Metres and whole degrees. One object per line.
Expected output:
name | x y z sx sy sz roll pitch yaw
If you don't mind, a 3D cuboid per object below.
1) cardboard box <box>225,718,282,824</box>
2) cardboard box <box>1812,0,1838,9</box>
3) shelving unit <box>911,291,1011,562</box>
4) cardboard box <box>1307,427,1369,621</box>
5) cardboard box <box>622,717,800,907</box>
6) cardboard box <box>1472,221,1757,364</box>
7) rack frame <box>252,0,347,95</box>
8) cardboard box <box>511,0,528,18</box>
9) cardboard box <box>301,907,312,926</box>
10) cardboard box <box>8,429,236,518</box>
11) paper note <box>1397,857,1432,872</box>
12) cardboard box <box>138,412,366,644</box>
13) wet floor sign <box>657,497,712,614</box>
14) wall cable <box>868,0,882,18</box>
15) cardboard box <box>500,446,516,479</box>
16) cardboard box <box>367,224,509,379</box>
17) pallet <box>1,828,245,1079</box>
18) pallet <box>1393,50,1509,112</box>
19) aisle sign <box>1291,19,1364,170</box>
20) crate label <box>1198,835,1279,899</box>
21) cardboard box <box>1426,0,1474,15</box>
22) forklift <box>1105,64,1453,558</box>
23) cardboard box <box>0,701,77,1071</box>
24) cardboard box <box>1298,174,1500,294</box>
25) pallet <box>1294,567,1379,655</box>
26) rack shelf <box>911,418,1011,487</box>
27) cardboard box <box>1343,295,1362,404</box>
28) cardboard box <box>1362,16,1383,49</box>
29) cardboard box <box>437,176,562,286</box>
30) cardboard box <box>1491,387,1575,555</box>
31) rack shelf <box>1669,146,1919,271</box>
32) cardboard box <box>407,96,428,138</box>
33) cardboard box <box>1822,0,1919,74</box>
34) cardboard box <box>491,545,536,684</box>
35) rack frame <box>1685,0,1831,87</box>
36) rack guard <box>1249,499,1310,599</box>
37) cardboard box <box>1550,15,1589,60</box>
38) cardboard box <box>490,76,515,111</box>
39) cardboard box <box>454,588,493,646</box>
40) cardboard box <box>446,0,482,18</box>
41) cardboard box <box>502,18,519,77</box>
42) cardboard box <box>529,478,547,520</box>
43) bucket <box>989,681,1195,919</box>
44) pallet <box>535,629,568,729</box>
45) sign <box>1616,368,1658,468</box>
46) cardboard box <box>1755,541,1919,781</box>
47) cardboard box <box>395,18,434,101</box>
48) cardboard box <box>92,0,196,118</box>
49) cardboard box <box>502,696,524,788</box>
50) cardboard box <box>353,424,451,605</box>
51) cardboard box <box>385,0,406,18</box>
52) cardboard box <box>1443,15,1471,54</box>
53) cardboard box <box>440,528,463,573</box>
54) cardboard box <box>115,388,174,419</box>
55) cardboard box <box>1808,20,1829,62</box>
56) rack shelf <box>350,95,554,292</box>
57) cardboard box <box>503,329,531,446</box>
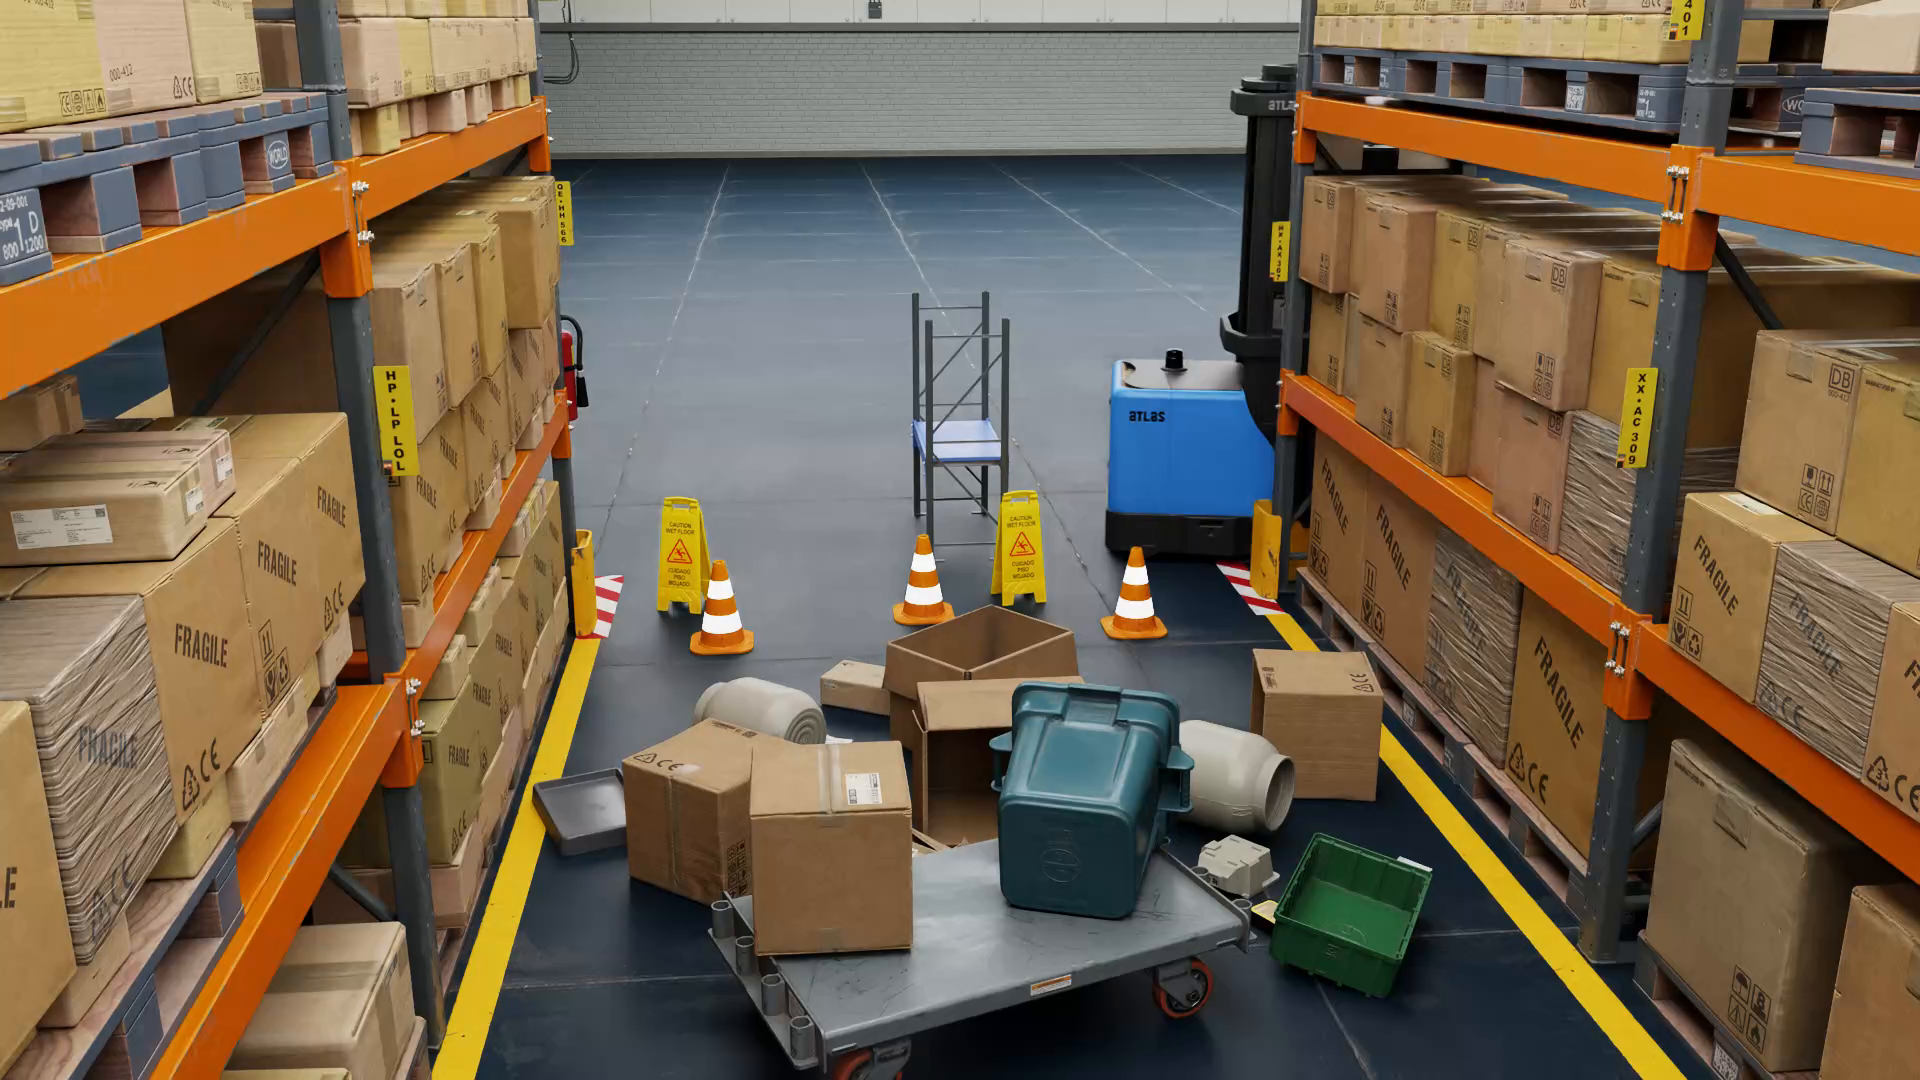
cardboard box | -1.760 0.521 3.728 0.380 0.149 0.250 -2 18 -5
cardboard box | 2.952 -1.861 5.475 0.500 0.250 0.500 -2 18 -5
shelving unit | -0.009 -0.741 10.533 0.538 1.500 1.048 -2 18 -6
cardboard box | 2.447 -0.135 8.947 0.875 0.875 0.875 -2 18 -5
cardboard box | -0.947 1.056 6.474 0.500 0.500 0.500 11 21 32
cardboard box | 2.628 -0.980 6.738 0.875 0.550 0.550 -2 18 -6
rack frame | -2.190 -2.636 4.051 1.000 3.000 0.127 -2 18 -6
cardboard box | -2.274 -2.566 7.922 0.380 0.149 0.250 -2 18 -5
cardboard box | -2.518 1.170 5.833 0.500 0.250 0.500 -1 17 -3
cardboard box | -1.833 -0.138 3.661 0.380 0.149 0.250 -2 18 -7
paper note | 1.753 1.287 6.526 0.142 0.020 0.147 16 24 42
cardboard box | -1.914 -0.033 4.411 0.500 0.500 0.500 -2 18 -7
wet floor sign | -1.558 0.068 9.384 0.267 0.644 0.232 4 18 13
wall cable | -1.002 -15.206 38.411 2.305 6.003 0.169 -2 18 -6
cardboard box | -2.149 -0.362 7.242 0.380 0.149 0.250 -2 18 -6
cardboard box | -2.075 -0.882 6.145 0.700 0.500 0.500 -2 18 -7
pallet | -2.022 0.921 3.057 1.003 0.211 1.213 -2 18 -6
pallet | 2.527 -1.953 7.029 1.003 0.211 1.213 -2 18 -6
aisle sign | 2.005 -2.401 8.977 0.394 0.787 0.004 -2 18 -6
crate label | 1.061 1.259 6.438 0.250 0.136 0.298 16 24 42
cardboard box | 2.263 -2.296 6.859 0.500 0.250 0.500 -2 18 -6
forklift | 2.447 -1.380 10.180 3.031 2.935 1.130 2 17 5
cardboard box | -1.716 0.574 2.478 0.500 0.500 0.500 -1 17 -5
cardboard box | 2.311 -1.624 8.788 0.875 0.550 0.550 -2 18 -6
pallet | 2.471 0.418 8.995 1.003 0.211 1.213 -2 18 -6
rack shelf | -0.009 -0.569 10.587 0.538 0.185 1.000 -2 18 -6
cardboard box | 2.473 -0.948 8.438 0.875 0.550 0.550 -2 18 -6
cardboard box | 2.106 -2.370 7.762 0.380 0.149 0.250 -2 18 -5
cardboard box | -2.332 -1.487 8.073 0.700 0.500 0.500 -2 18 -7
cardboard box | 2.594 -0.301 6.379 0.875 0.550 0.550 -2 18 -6
rack shelf | 2.930 -0.449 3.293 1.077 0.370 4.000 -2 18 -6
cardboard box | -2.088 -1.492 5.832 0.380 0.149 0.250 -2 18 -7
cardboard box | 2.537 -1.385 4.428 0.258 0.266 0.396 -2 18 -7
cardboard box | -2.158 0.325 7.273 0.500 0.500 0.500 -2 18 -7
rack frame | 2.724 -2.819 4.634 1.000 3.000 0.127 -2 18 -6
rack guard | 2.308 0.037 9.726 1.175 0.500 0.348 -2 18 -6
cardboard box | 2.314 -1.767 5.841 0.380 0.149 0.250 -2 17 -5
cardboard box | -2.235 -2.026 7.534 0.380 0.149 0.250 -1 17 -4
cardboard box | -1.990 0.294 6.287 0.380 0.149 0.250 -1 17 -4
cardboard box | -2.082 -2.110 6.470 0.380 0.149 0.250 -1 17 -4
cardboard box | -2.244 -2.173 7.336 0.500 0.250 0.500 -2 18 -6
cardboard box | -2.156 -0.184 7.808 0.380 0.149 0.250 -1 17 -4
bucket | 0.416 0.910 5.697 0.726 0.611 0.620 4 28 13
pallet | -2.546 0.630 8.316 1.003 0.211 1.213 -2 18 -6
sign | 2.172 -0.390 5.335 0.100 0.325 0.005 -2 18 -6
cardboard box | 2.563 0.311 4.513 0.500 0.500 0.500 -2 18 -5
cardboard box | -2.025 -1.568 5.411 0.500 0.250 0.500 -2 18 -6
cardboard box | -1.938 -1.013 3.439 0.500 0.250 0.500 -2 17 -5
cardboard box | -2.106 0.837 6.893 0.500 0.250 0.500 -2 18 -6
cardboard box | -1.958 -0.103 5.335 0.500 0.500 0.500 -2 18 -6
cardboard box | -1.972 -1.725 5.245 0.380 0.149 0.250 -2 18 -7
cardboard box | 2.210 -2.070 6.805 0.380 0.149 0.250 -2 18 -6
cardboard box | -2.029 0.016 6.039 0.380 0.149 0.250 -1 17 -4
cardboard box | -2.543 -0.241 5.775 0.500 0.500 0.500 -1 17 -4
cardboard box | 3.024 -1.635 5.422 0.380 0.149 0.250 -2 18 -7
rack shelf | -2.396 -1.458 6.506 1.077 0.370 4.000 -2 18 -6
cardboard box | -2.177 -0.704 7.247 0.500 0.500 0.500 -2 18 -6
